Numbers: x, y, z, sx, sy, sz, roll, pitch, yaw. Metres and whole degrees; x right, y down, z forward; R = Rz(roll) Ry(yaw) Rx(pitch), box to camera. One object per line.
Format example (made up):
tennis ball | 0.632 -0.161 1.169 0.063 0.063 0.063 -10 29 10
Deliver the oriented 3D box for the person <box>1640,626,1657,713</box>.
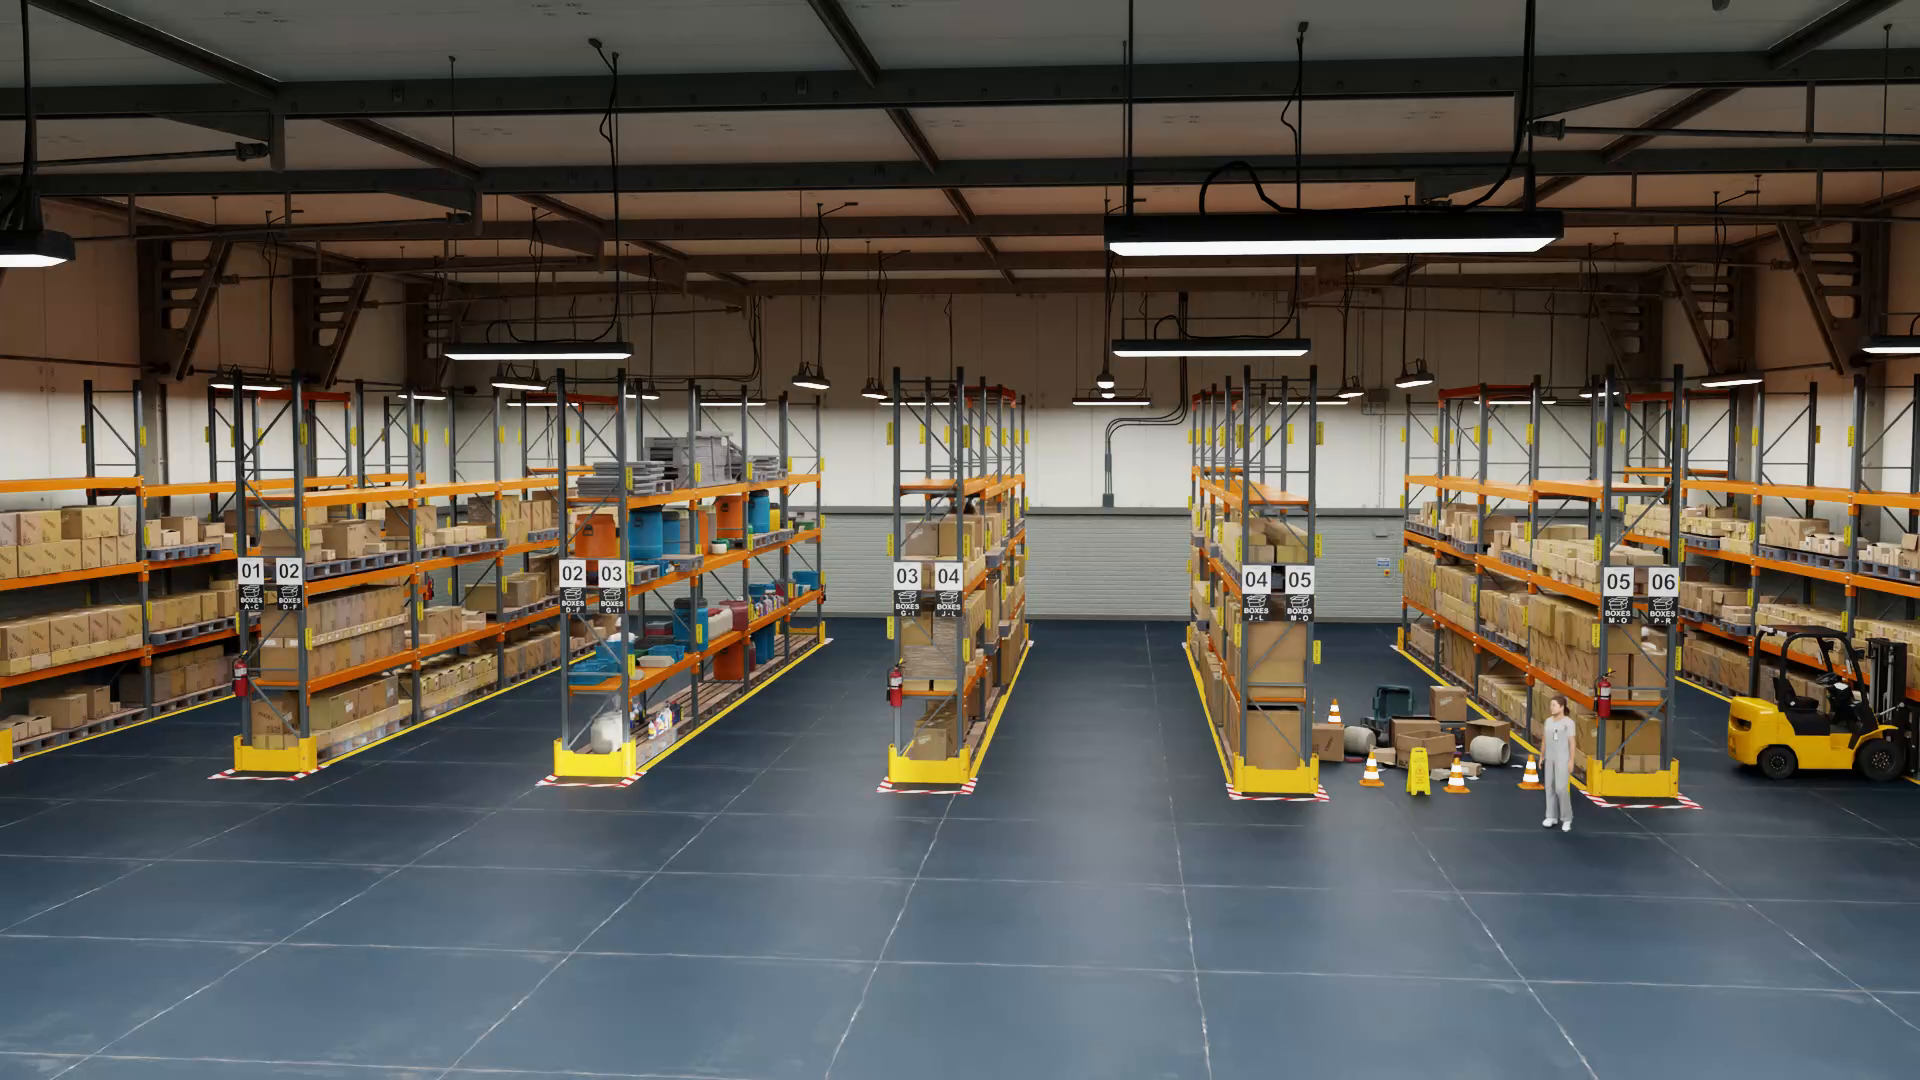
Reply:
person | 11.558 2.359 28.321 0.653 1.798 0.692 0 4 2

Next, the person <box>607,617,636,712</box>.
person | -6.030 2.277 29.510 0.662 1.817 0.368 -3 4 -35

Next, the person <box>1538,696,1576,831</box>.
person | 7.654 2.847 21.318 0.365 1.701 0.486 -2 4 -29
